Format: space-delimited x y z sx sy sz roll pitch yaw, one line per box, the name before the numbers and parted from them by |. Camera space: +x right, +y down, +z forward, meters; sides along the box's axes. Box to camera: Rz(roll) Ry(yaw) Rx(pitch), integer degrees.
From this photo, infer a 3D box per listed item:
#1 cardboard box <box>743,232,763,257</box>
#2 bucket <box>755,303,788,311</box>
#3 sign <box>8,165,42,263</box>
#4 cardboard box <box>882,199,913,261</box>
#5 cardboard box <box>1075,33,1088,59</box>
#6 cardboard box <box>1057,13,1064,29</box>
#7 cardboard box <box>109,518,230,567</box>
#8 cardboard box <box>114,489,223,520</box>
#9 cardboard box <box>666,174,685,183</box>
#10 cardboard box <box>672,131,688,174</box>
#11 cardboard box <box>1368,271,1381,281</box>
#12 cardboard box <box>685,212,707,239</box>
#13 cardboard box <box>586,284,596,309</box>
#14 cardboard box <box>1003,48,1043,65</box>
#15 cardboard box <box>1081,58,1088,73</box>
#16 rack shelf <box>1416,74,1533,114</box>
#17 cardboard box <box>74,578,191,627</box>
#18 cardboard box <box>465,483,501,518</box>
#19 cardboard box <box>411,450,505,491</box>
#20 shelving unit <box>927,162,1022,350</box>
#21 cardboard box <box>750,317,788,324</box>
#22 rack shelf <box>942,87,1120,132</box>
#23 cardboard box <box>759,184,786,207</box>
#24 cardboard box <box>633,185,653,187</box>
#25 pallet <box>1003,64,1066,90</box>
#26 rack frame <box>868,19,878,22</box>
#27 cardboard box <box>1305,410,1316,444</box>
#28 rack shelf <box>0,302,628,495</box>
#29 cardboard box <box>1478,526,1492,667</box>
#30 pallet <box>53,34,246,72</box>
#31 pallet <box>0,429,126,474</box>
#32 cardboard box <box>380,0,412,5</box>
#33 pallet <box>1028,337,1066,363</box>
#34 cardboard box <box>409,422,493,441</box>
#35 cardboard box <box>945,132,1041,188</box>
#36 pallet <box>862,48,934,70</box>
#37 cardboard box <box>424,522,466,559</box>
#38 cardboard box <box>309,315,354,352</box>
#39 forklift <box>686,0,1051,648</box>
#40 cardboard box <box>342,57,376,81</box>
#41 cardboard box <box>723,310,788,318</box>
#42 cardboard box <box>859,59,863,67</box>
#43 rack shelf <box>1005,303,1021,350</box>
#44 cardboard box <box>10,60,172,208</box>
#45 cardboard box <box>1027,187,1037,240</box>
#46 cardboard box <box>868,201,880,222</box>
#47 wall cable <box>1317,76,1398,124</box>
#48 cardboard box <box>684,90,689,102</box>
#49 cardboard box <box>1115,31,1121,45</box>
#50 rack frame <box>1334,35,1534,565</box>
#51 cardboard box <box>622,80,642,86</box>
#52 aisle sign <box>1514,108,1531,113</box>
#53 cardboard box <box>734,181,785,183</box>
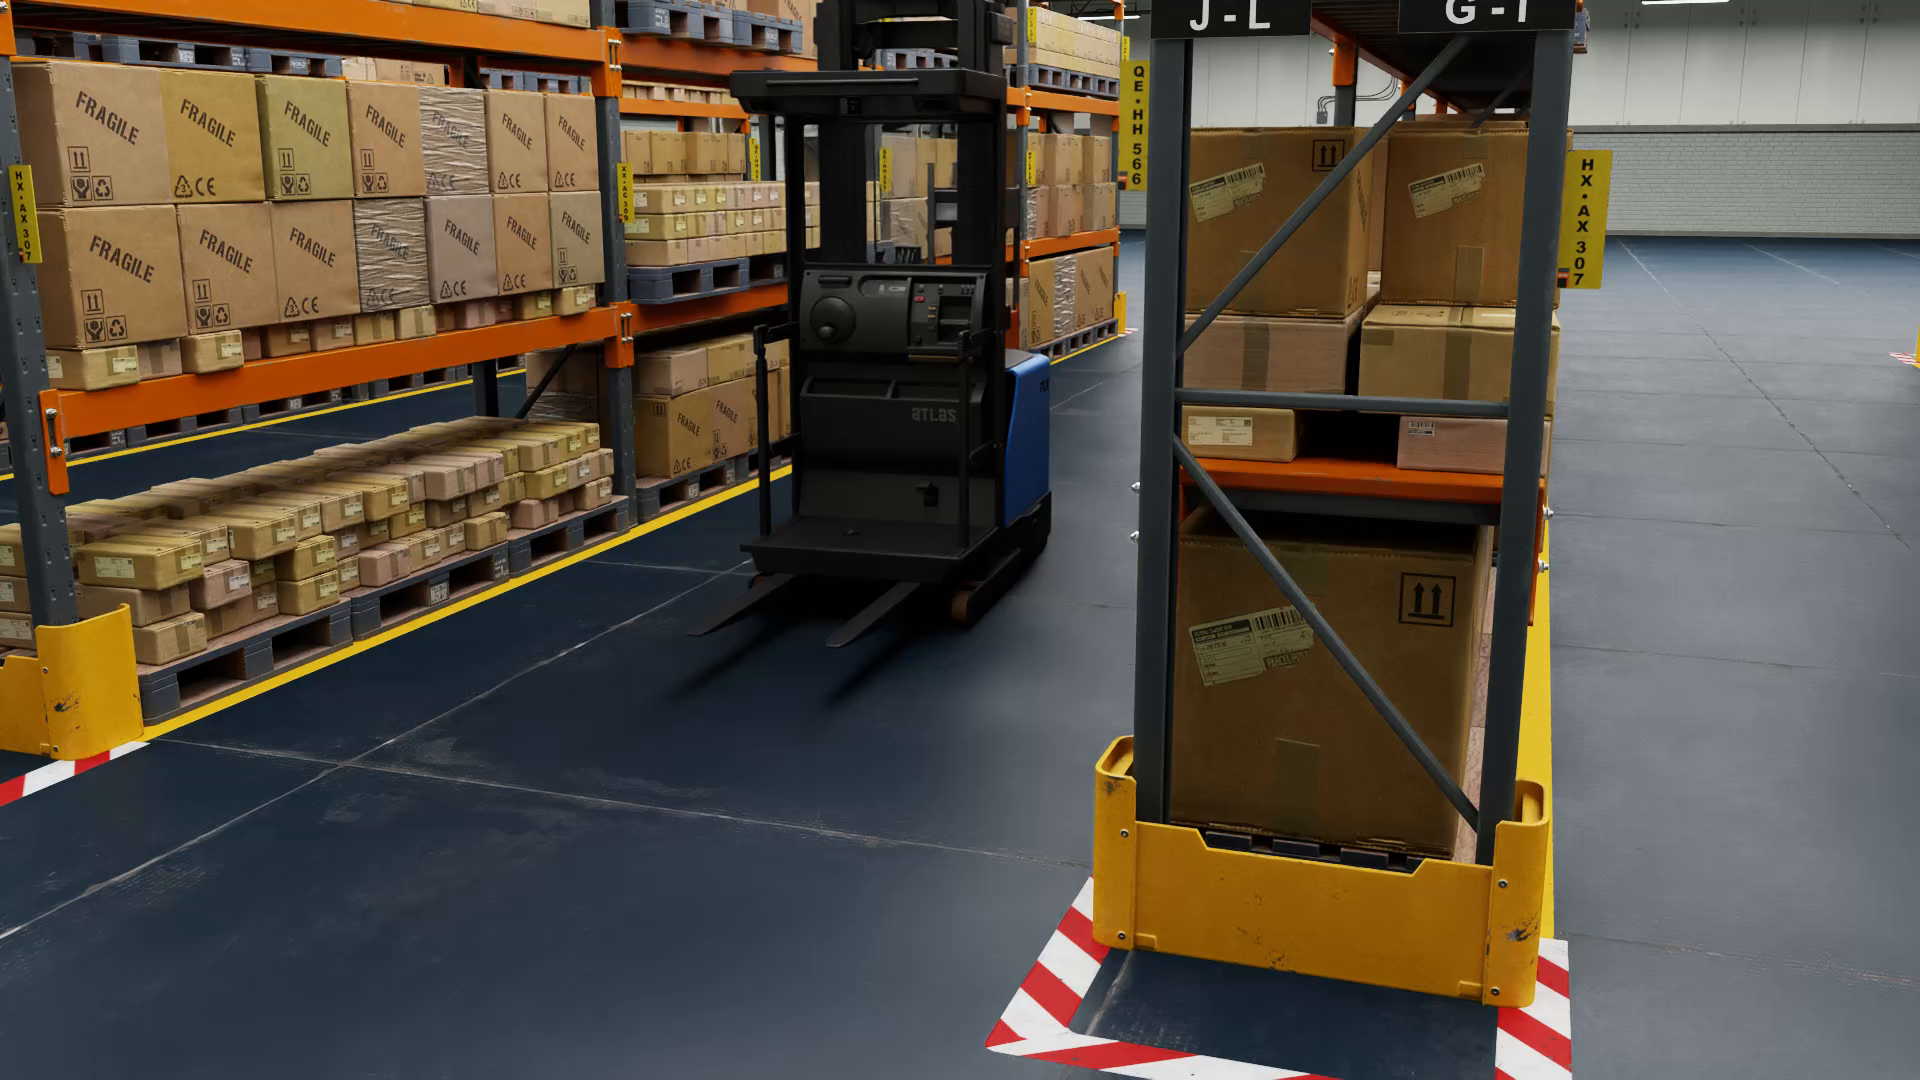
cardboard box | -1.502 -1.915 10.760 0.380 0.149 0.250 4 13 16
bucket | -1.947 -2.590 18.035 0.726 0.611 0.620 10 26 38
sign | -3.179 -1.107 5.650 0.100 0.325 0.005 4 14 18
cardboard box | -0.703 -2.532 13.615 0.500 0.500 0.500 5 14 19
cardboard box | 1.101 -5.440 18.341 0.500 0.250 0.500 4 14 19
cardboard box | 0.876 -5.445 17.467 0.380 0.149 0.250 4 13 17
cardboard box | -3.226 0.019 6.790 0.380 0.149 0.250 5 14 19
cardboard box | -3.517 -0.121 7.401 0.380 0.149 0.250 4 13 16
cardboard box | -3.660 -4.172 20.131 0.500 0.500 0.500 5 14 19
cardboard box | -3.722 -4.670 20.066 0.700 0.500 0.500 4 14 18
cardboard box | 1.368 -0.862 6.193 0.500 0.250 0.500 4 14 19
cardboard box | -1.753 -1.898 10.013 0.380 0.149 0.250 4 13 17
cardboard box | -2.269 -1.366 9.298 0.380 0.149 0.250 4 14 18
cardboard box | 0.630 -4.896 16.852 0.380 0.149 0.250 4 13 17
cardboard box | 1.204 -5.270 18.493 0.380 0.149 0.250 5 14 19
rack shelf | 4.204 -3.562 13.231 1.077 0.370 4.000 4 14 18
cardboard box | -3.280 0.225 6.557 0.380 0.149 0.250 5 14 21
cardboard box | -2.583 -0.220 8.506 0.380 0.149 0.250 5 14 20
cardboard box | -2.544 -0.355 8.427 0.380 0.149 0.250 4 13 16
shelving unit | 0.086 -1.107 9.618 0.431 2.100 0.503 4 13 16
cardboard box | -1.230 -1.490 12.262 0.500 0.250 0.500 5 14 19
rack shelf | 0.838 -4.783 18.578 1.077 0.370 4.000 4 14 18
cardboard box | -1.334 -2.317 11.184 0.380 0.149 0.250 5 14 20
cardboard box | -2.196 -2.203 10.682 0.380 0.149 0.250 4 14 18
pallet | 0.465 -4.841 17.415 1.003 0.211 1.213 4 14 18
rack frame | -1.104 -5.333 12.630 1.000 3.000 0.127 4 14 18
cardboard box | 0.855 -0.376 4.960 0.380 0.149 0.250 5 14 19
rack shelf | -3.045 -0.794 7.842 1.077 0.370 4.000 4 14 18
cardboard box | 1.682 -0.034 6.725 0.875 0.875 0.875 4 14 18
pallet | -6.337 -3.738 12.809 1.003 0.211 1.213 5 14 21
pallet | -6.936 -0.709 12.121 1.003 0.211 1.213 4 14 18
cardboard box | -2.799 -2.517 7.370 0.500 0.250 0.500 4 14 18
pallet | 0.511 -2.045 17.974 1.003 0.211 1.213 4 14 18
cardboard box | -2.850 -0.559 9.324 0.380 0.149 0.250 5 14 21
cardboard box | 0.343 -3.925 17.180 0.875 0.550 0.550 4 14 18
pallet | -0.945 -3.918 13.595 1.213 0.211 1.003 5 14 21
cardboard box | -2.685 -0.006 8.234 0.380 0.149 0.250 5 14 19
cardboard box | -2.924 -0.925 7.363 0.380 0.149 0.250 4 13 17
forklift | -0.385 -1.099 7.859 1.129 2.867 3.031 4 13 16
cardboard box | -5.475 -4.248 14.919 0.396 0.266 0.258 4 14 18
cardboard box | -1.556 -1.632 12.885 0.500 0.250 0.500 4 13 16
cardboard box | -1.048 -3.781 12.345 0.500 0.500 0.500 4 14 18
rack shelf | 0.086 -1.094 9.622 0.431 0.518 0.480 4 13 16
cardboard box | -3.296 -1.480 6.092 0.500 0.500 0.500 4 14 18
cardboard box | 0.299 -3.402 17.315 0.875 0.550 0.550 4 14 18
cardboard box | -0.833 -2.498 12.646 0.380 0.149 0.250 5 14 20
wall cable | 11.881 -15.440 49.270 2.305 6.003 0.169 4 14 18
cardboard box | -3.523 -5.405 20.250 0.380 0.149 0.250 4 13 17
cardboard box | 1.697 -5.979 19.807 0.380 0.149 0.250 4 14 19
rack frame | 2.263 -1.187 7.949 1.000 3.000 0.127 4 14 18
cardboard box | -3.966 -5.302 18.903 0.500 0.250 0.500 4 14 18
aisle sign | 6.449 -4.973 18.693 0.394 0.787 0.004 4 14 18
cardboard box | -1.521 -2.640 12.598 0.380 0.149 0.250 4 13 17
